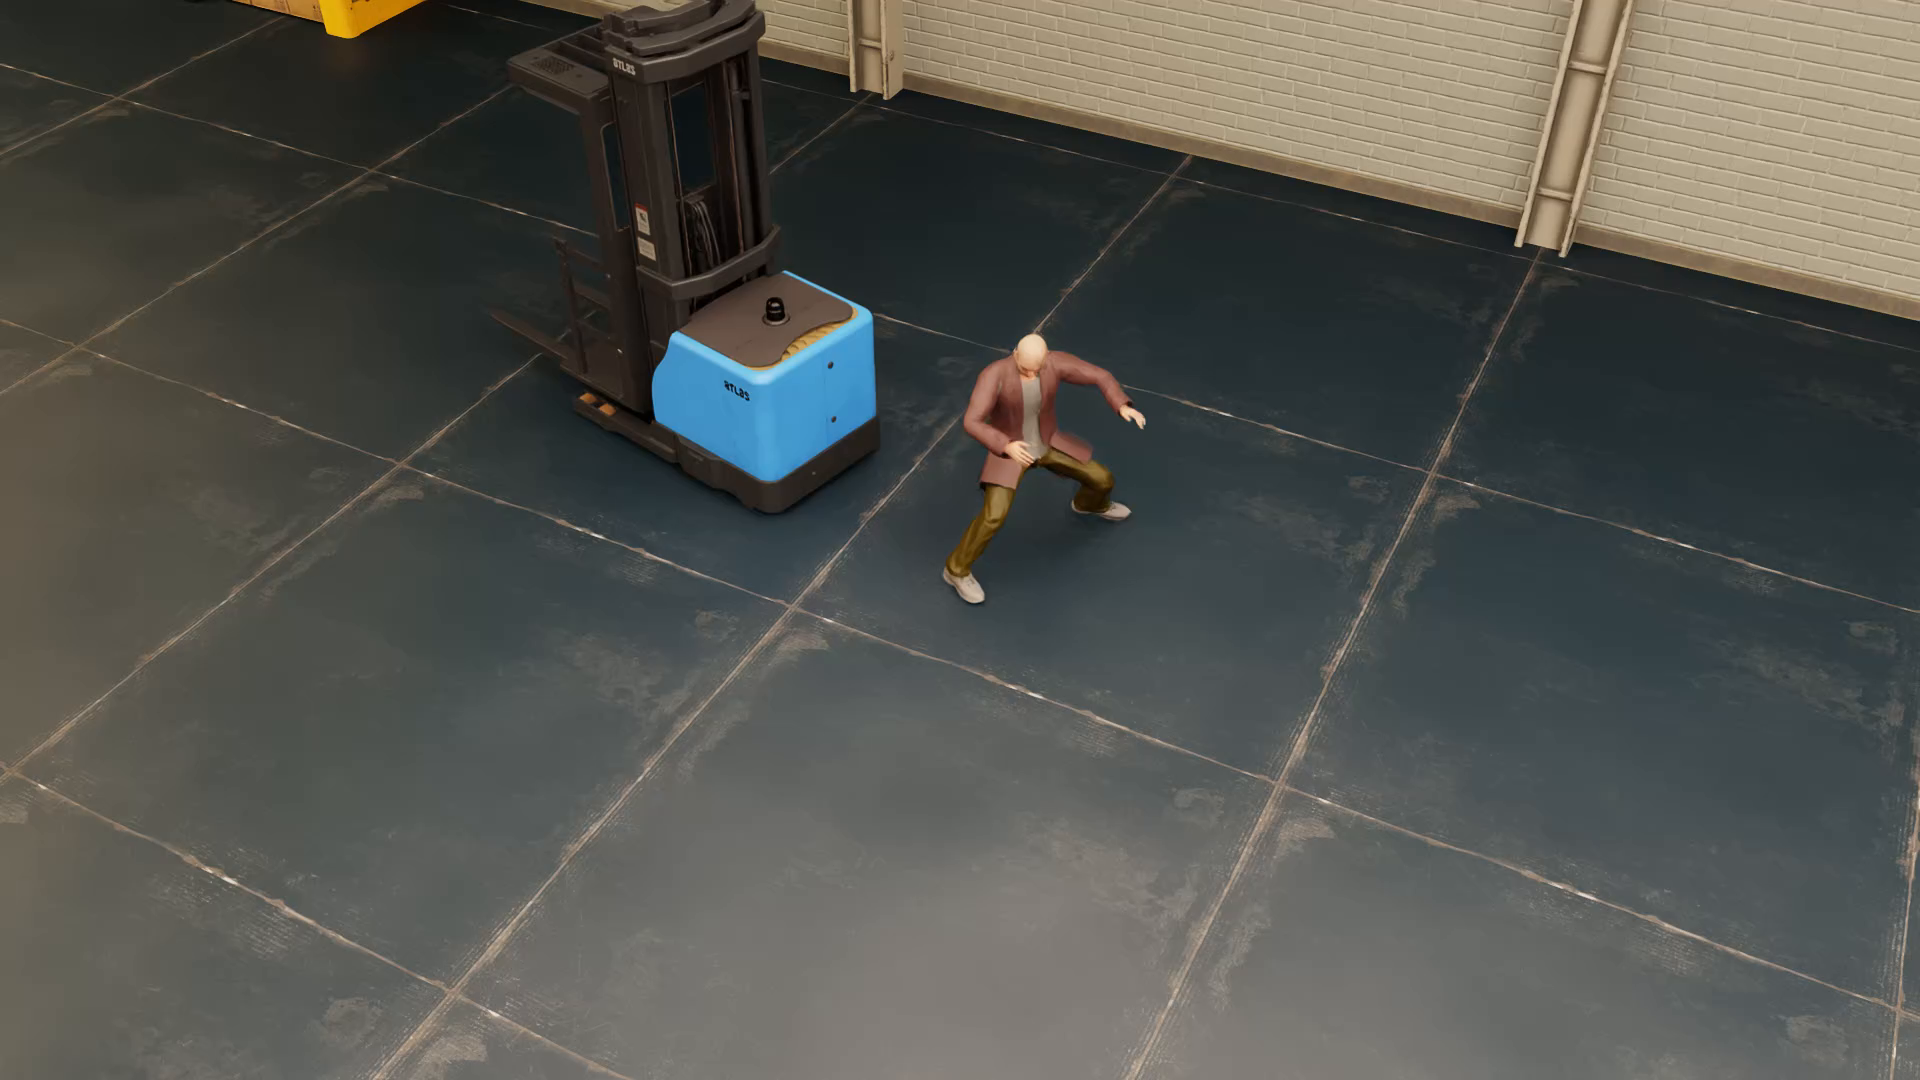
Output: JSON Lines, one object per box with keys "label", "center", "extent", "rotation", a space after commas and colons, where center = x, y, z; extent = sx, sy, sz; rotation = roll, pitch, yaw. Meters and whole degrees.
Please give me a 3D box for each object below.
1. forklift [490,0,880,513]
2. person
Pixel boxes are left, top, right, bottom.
{"label": "forklift", "center": [-1.974, -2.093, 10.471], "extent": [3.031, 2.935, 1.130], "rotation": [29, 48, 30]}
{"label": "person", "center": [0.496, -0.506, 9.666], "extent": [1.279, 1.538, 0.709], "rotation": [-11, 41, -13]}
